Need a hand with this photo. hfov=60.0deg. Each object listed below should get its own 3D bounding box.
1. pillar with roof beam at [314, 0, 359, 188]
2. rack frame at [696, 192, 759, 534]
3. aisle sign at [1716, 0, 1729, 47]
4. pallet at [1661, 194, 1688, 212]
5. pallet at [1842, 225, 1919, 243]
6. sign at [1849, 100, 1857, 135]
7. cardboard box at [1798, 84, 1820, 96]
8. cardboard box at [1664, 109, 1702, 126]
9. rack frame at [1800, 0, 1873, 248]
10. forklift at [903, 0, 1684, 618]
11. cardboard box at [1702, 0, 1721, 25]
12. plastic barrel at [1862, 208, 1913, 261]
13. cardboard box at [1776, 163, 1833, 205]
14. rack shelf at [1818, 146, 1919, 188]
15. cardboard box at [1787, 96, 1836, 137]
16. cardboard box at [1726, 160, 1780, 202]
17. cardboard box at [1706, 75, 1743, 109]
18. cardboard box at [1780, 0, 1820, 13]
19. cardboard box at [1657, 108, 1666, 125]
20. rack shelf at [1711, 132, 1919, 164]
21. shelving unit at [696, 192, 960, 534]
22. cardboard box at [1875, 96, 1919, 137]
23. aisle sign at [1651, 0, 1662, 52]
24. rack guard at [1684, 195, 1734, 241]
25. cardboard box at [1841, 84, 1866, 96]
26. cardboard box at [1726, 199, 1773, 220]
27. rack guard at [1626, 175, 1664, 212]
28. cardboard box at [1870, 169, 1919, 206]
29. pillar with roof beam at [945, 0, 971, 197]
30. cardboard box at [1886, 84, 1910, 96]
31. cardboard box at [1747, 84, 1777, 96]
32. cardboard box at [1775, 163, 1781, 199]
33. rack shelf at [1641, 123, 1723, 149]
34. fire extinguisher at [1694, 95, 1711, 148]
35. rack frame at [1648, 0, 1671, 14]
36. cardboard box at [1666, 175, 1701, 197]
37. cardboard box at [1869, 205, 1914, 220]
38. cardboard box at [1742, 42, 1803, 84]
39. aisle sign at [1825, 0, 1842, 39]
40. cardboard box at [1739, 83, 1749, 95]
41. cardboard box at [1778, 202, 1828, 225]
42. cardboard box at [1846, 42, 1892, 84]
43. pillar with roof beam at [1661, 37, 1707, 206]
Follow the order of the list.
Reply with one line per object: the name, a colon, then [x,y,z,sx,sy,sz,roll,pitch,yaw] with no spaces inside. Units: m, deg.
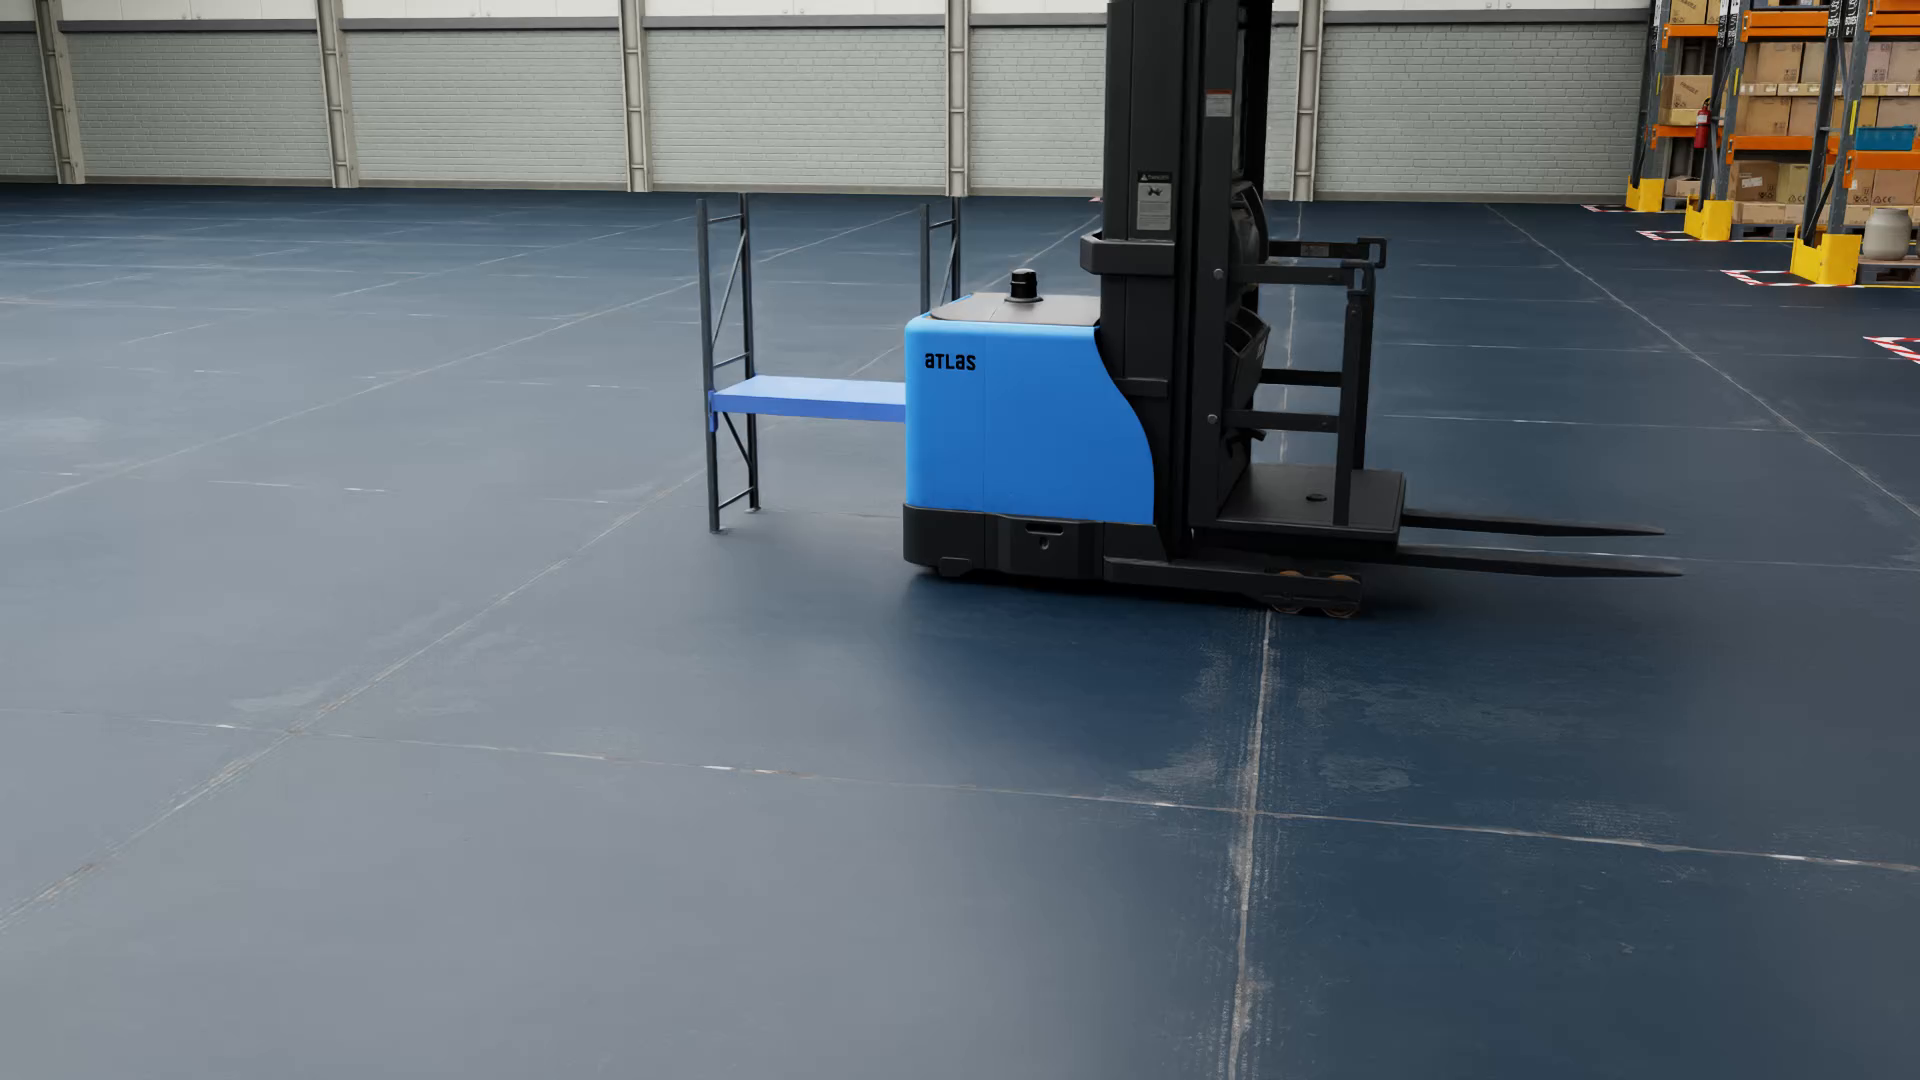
pillar with roof beam: [-12.649,-9.986,26.685,0.400,9.000,9.100,3,16,11]
rack frame: [-1.058,-0.815,7.625,0.032,1.500,0.500,5,16,16]
aisle sign: [9.880,-6.792,21.524,0.004,0.787,0.394,3,16,11]
pallet: [11.732,-5.355,26.428,1.213,0.211,1.003,3,16,11]
pallet: [11.835,-4.020,21.610,1.213,0.211,1.003,3,16,11]
sign: [8.781,-4.153,16.348,0.005,0.325,0.100,3,16,11]
cardboard box: [10.730,-5.716,21.105,0.250,0.149,0.380,3,16,11]
cardboard box: [11.284,-6.584,25.884,0.500,0.250,0.500,3,16,9]
rack frame: [8.895,-4.164,16.904,0.127,3.000,1.000,3,16,11]
forklift: [1.339,-1.269,6.584,3.031,2.935,1.130,5,16,16]
cardboard box: [11.666,-8.138,25.406,0.500,0.500,0.500,4,16,15]
plastic barrel: [9.555,-3.152,17.126,0.421,0.512,0.421,0,15,0]
cardboard box: [10.857,-4.585,21.385,0.500,0.500,0.500,3,16,11]
rack shelf: [10.855,-3.711,16.616,4.000,0.370,1.077,3,16,11]
cardboard box: [10.856,-5.453,21.370,0.500,0.500,0.700,4,16,13]
cardboard box: [10.470,-4.747,21.970,0.500,0.500,0.500,3,16,11]
cardboard box: [11.759,-6.921,25.697,0.500,0.500,0.500,3,16,11]
cardboard box: [12.705,-8.088,25.228,0.500,0.500,0.500,4,16,15]
cardboard box: [11.366,-6.718,26.371,0.500,0.250,0.500,3,16,12]
rack shelf: [11.845,-5.006,21.293,4.000,0.370,1.077,3,16,11]
shelving unit: [-0.570,-0.776,7.486,1.048,1.500,0.538,5,16,16]
cardboard box: [11.858,-5.398,21.171,0.500,0.500,0.700,4,16,13]
aisle sign: [10.739,-7.933,25.643,0.004,0.787,0.394,3,16,11]
rack guard: [9.862,-4.256,21.919,0.348,0.500,1.175,3,16,11]
cardboard box: [11.239,-5.688,21.006,0.250,0.149,0.380,3,16,9]
cardboard box: [10.470,-4.385,22.068,0.500,0.250,0.500,3,16,11]
rack guard: [10.943,-5.547,26.579,0.348,0.500,1.175,3,16,11]
cardboard box: [11.836,-4.531,21.188,0.500,0.500,0.500,3,16,11]
pillar with roof beam: [-0.890,-9.348,24.380,0.400,9.000,9.100,3,16,11]
cardboard box: [11.733,-5.661,20.906,0.250,0.149,0.380,3,16,12]
cardboard box: [10.227,-5.743,21.202,0.250,0.149,0.380,3,16,11]
cardboard box: [12.797,-5.620,26.019,0.500,0.500,0.700,2,16,8]
rack shelf: [12.829,-6.302,25.972,4.000,0.370,1.077,3,16,11]
fire extinguisher: [9.862,-5.550,22.053,0.183,0.674,0.296,3,16,11]
rack frame: [10.869,-9.646,25.459,0.127,3.000,1.000,3,16,11]
cardboard box: [11.529,-5.611,26.342,0.500,0.311,0.500,1,16,5]
cardboard box: [11.836,-4.170,21.289,0.500,0.250,0.500,3,16,11]
cardboard box: [10.392,-6.102,21.283,0.500,0.500,0.700,3,16,11]
aisle sign: [8.883,-5.498,16.851,0.004,0.787,0.394,3,16,11]
cardboard box: [10.298,-5.849,21.588,0.250,0.149,0.380,3,16,10]
cardboard box: [10.857,-4.224,21.486,0.500,0.250,0.500,3,16,11]
cardboard box: [11.403,-6.048,21.091,0.500,0.500,0.700,3,16,11]
pillar with roof beam: [10.869,-8.709,22.076,0.400,9.000,9.100,3,16,11]
